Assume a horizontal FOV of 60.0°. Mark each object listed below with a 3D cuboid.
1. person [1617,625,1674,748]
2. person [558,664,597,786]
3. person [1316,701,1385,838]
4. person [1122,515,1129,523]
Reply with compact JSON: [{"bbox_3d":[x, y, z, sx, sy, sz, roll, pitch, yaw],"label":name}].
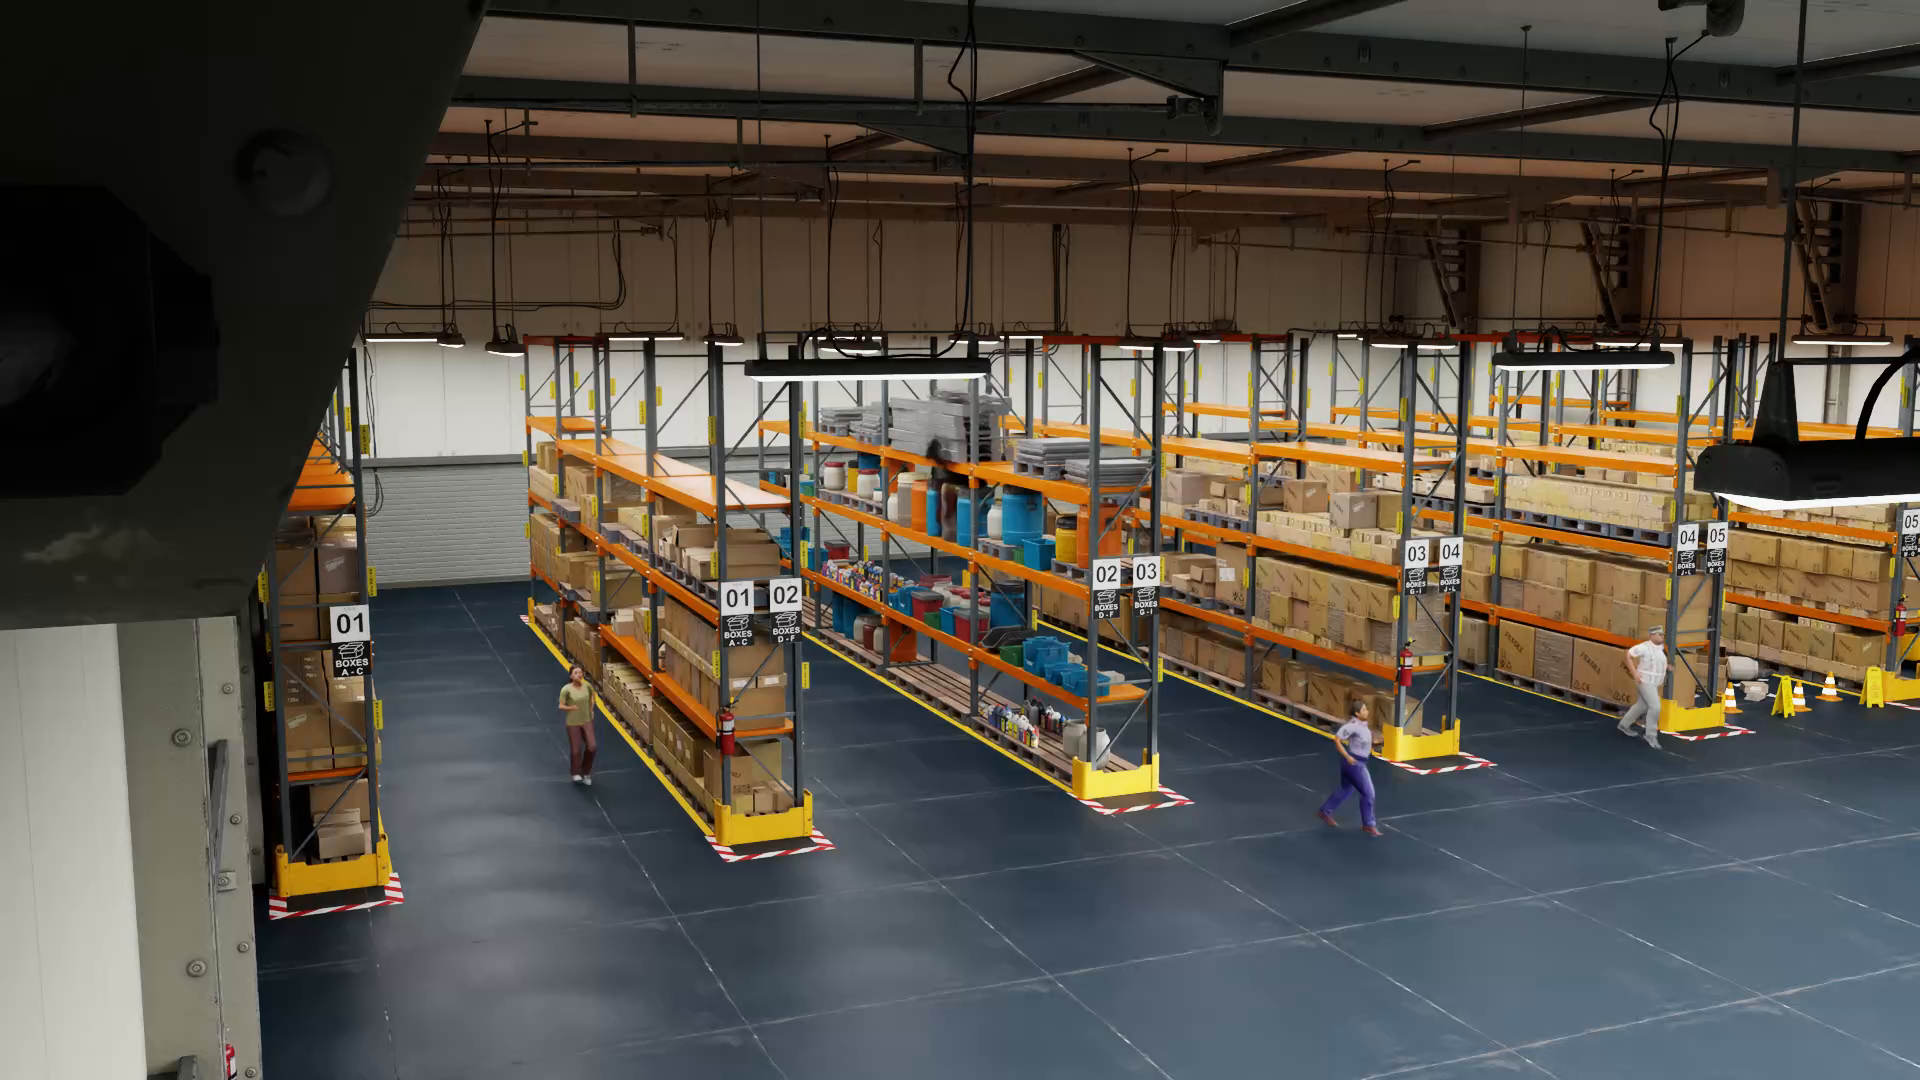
[{"bbox_3d":[10.326,2.165,24.991,0.667,1.830,0.783,-7,10,-43],"label":"person"},{"bbox_3d":[-5.159,2.518,22.580,0.561,1.678,0.620,-4,9,-28],"label":"person"},{"bbox_3d":[4.846,2.814,20.525,0.825,1.677,0.583,2,8,14],"label":"person"},{"bbox_3d":[4.008,0.113,40.641,0.632,1.693,0.787,7,10,42],"label":"person"}]
